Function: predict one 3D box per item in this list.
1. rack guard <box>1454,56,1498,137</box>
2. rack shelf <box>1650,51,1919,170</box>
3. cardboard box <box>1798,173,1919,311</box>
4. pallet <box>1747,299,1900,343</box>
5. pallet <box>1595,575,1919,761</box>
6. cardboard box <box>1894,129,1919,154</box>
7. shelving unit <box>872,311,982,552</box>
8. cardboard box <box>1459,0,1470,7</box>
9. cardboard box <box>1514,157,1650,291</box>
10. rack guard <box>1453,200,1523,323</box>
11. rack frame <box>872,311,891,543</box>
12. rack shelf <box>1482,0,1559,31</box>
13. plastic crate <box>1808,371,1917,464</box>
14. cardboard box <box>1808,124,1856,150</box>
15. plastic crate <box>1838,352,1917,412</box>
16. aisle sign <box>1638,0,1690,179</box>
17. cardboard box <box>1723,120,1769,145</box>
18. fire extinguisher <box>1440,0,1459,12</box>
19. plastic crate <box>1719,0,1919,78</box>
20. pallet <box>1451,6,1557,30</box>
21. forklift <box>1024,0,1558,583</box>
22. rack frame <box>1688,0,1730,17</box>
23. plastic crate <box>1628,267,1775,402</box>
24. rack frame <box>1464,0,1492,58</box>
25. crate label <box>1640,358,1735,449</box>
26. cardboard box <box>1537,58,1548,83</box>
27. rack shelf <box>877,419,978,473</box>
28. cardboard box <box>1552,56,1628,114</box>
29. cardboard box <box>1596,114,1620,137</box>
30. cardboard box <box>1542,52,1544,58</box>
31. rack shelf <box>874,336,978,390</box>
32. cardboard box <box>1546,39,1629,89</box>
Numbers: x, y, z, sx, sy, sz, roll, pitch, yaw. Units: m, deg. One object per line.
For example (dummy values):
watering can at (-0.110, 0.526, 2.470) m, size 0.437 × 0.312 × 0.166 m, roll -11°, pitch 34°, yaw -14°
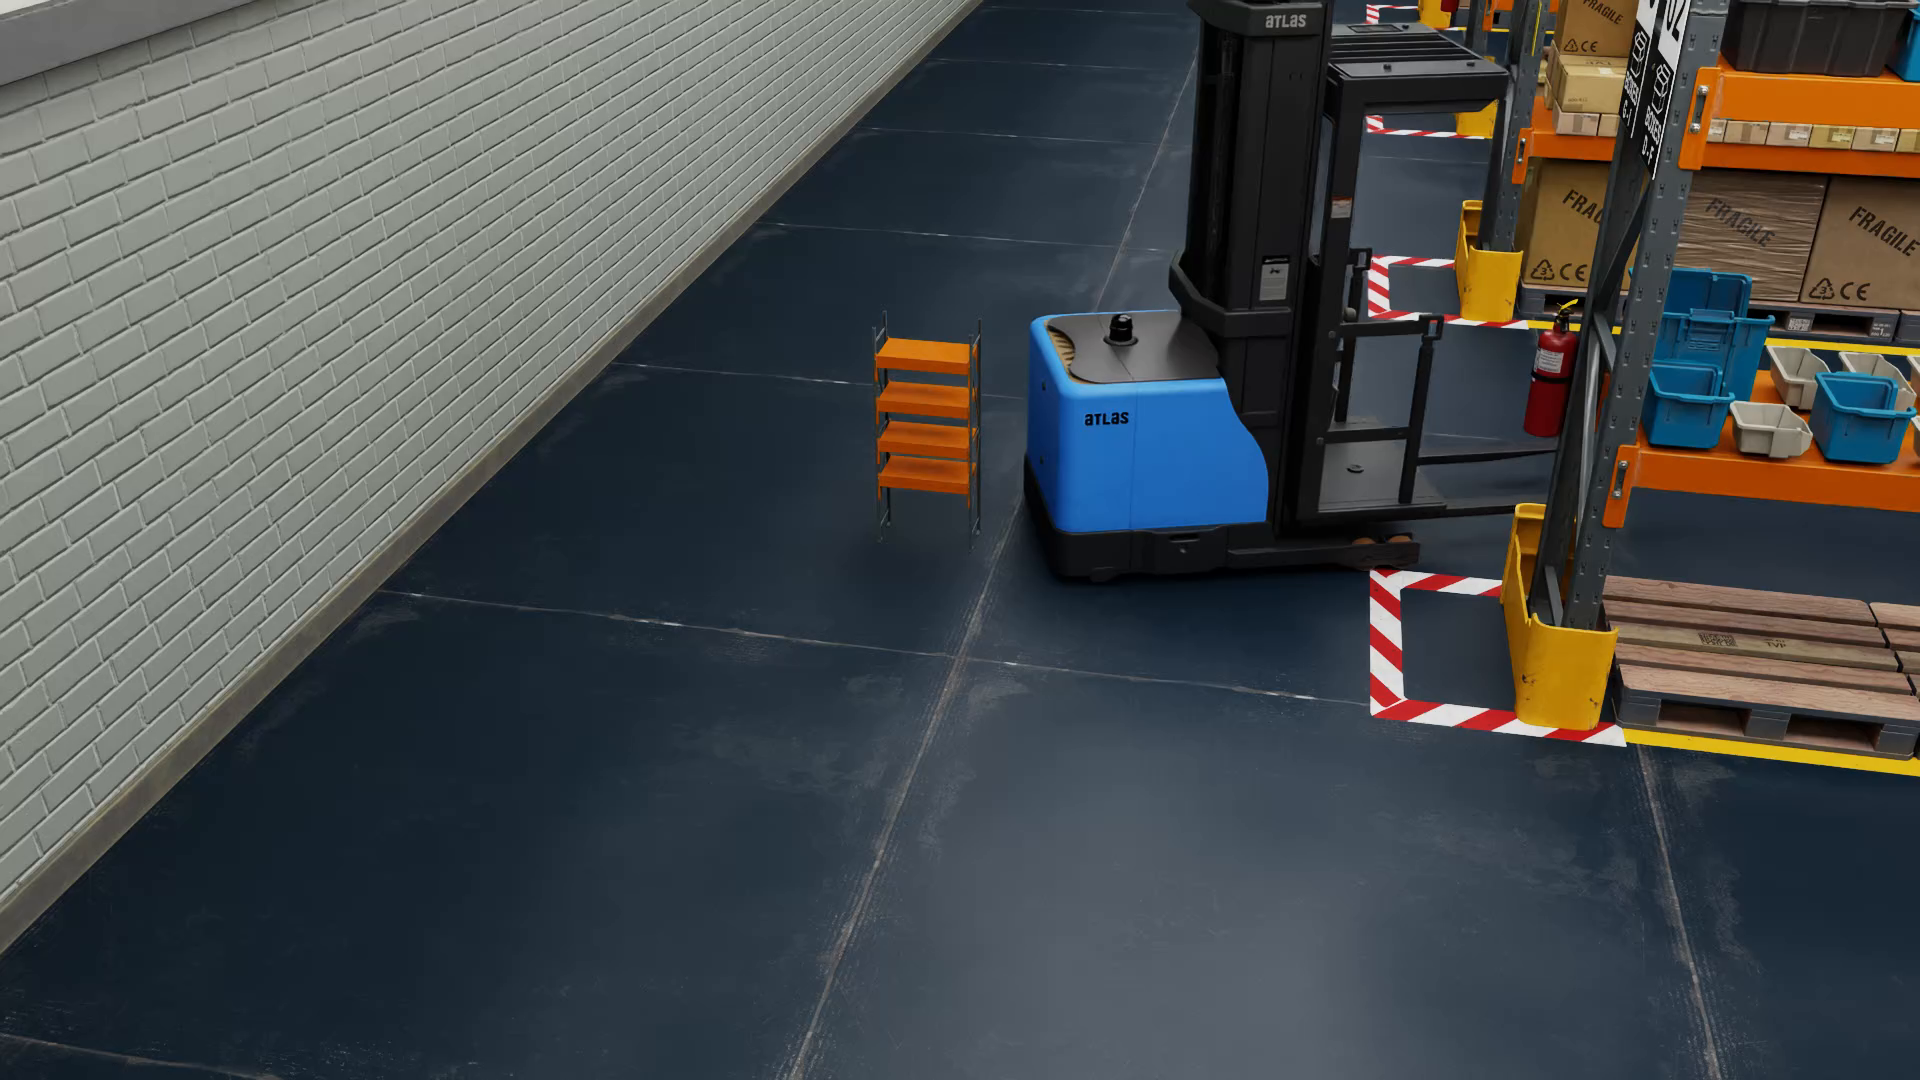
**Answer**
rack guard at (4.998, -4.314, 16.109) m, size 0.348 × 0.500 × 1.175 m, roll 6°, pitch 29°, yaw 11°
rack shelf at (4.711, -1.573, 6.124) m, size 4.000 × 0.370 × 1.077 m, roll 6°, pitch 29°, yaw 11°
cardboard box at (6.192, -2.144, 11.318) m, size 0.875 × 0.875 × 0.875 m, roll 6°, pitch 29°, yaw 11°
pallet at (5.777, -1.709, 11.652) m, size 1.213 × 0.211 × 1.003 m, roll 6°, pitch 29°, yaw 11°
pallet at (3.554, 0.551, 7.523) m, size 1.213 × 0.211 × 1.003 m, roll 6°, pitch 29°, yaw 11°
cardboard box at (6.078, -2.593, 10.624) m, size 0.250 × 0.149 × 0.380 m, roll 5°, pitch 29°, yaw 10°
shelving unit at (-0.162, -0.543, 8.492) m, size 0.503 × 1.200 × 0.258 m, roll 6°, pitch 29°, yaw 11°
cardboard box at (6.525, -6.794, 20.267) m, size 0.875 × 0.438 × 0.875 m, roll 5°, pitch 29°, yaw 9°
cardboard box at (4.432, -2.325, 11.648) m, size 0.875 × 0.875 × 0.875 m, roll 6°, pitch 29°, yaw 11°
rack guard at (3.766, -2.005, 11.892) m, size 0.348 × 0.500 × 1.175 m, roll 6°, pitch 29°, yaw 11°
rack frame at (-0.401, -0.567, 8.537) m, size 0.015 × 1.200 × 0.240 m, roll 6°, pitch 29°, yaw 11°
rack shelf at (6.880, -4.902, 15.330) m, size 4.000 × 0.370 × 1.077 m, roll 6°, pitch 29°, yaw 11°
plastic crate at (3.572, -0.480, 6.616) m, size 0.300 × 0.233 × 0.416 m, roll 6°, pitch 29°, yaw 11°
cardboard box at (5.572, -2.645, 10.719) m, size 0.250 × 0.149 × 0.380 m, roll 5°, pitch 29°, yaw 9°
plastic crate at (3.871, -0.651, 7.028) m, size 0.243 × 0.136 × 0.396 m, roll 6°, pitch 29°, yaw 11°
aisle sign at (2.623, -1.781, 6.172) m, size 0.004 × 0.787 × 0.394 m, roll 6°, pitch 29°, yaw 11°
cardboard box at (5.073, -2.696, 10.813) m, size 0.250 × 0.149 × 0.380 m, roll 5°, pitch 29°, yaw 10°
fire extinguisher at (4.774, -5.463, 16.073) m, size 0.183 × 0.674 × 0.296 m, roll 6°, pitch 29°, yaw 11°
plastic crate at (3.073, -1.862, 6.040) m, size 0.590 × 0.269 × 0.497 m, roll 6°, pitch 29°, yaw 11°
pallet at (6.657, -6.486, 20.378) m, size 1.213 × 0.211 × 1.003 m, roll 6°, pitch 29°, yaw 11°
forklift at (1.905, -1.376, 8.212) m, size 3.031 × 2.935 × 1.130 m, roll -4°, pitch 29°, yaw -6°
rack frame at (2.755, -3.404, 5.598) m, size 0.127 × 3.000 × 1.000 m, roll 6°, pitch 29°, yaw 11°
plastic crate at (3.122, -0.869, 7.114) m, size 0.499 × 0.435 × 0.616 m, roll 6°, pitch 29°, yaw 11°
rack frame at (4.924, -5.418, 15.523) m, size 0.127 × 3.000 × 1.000 m, roll 6°, pitch 29°, yaw 11°
crate label at (2.928, -0.546, 6.736) m, size 0.303 × 0.233 × 0.416 m, roll 6°, pitch 29°, yaw 11°
cardboard box at (5.365, -4.401, 15.577) m, size 0.250 × 0.149 × 0.380 m, roll 5°, pitch 29°, yaw 8°
rack shelf at (-0.162, -0.484, 8.524) m, size 0.480 × 0.148 × 0.258 m, roll 6°, pitch 29°, yaw 11°
cardboard box at (4.202, -2.989, 10.932) m, size 0.500 × 0.250 × 0.500 m, roll 5°, pitch 29°, yaw 9°
cardboard box at (4.319, -2.773, 10.953) m, size 0.250 × 0.149 × 0.380 m, roll 5°, pitch 29°, yaw 10°
cardboard box at (5.495, -4.679, 16.084) m, size 0.250 × 0.149 × 0.380 m, roll 6°, pitch 29°, yaw 11°
rack shelf at (-0.162, -0.888, 8.303) m, size 0.480 × 0.148 × 0.258 m, roll 6°, pitch 29°, yaw 11°
cardboard box at (4.319, -3.240, 11.390) m, size 0.500 × 0.250 × 0.500 m, roll 5°, pitch 29°, yaw 10°
